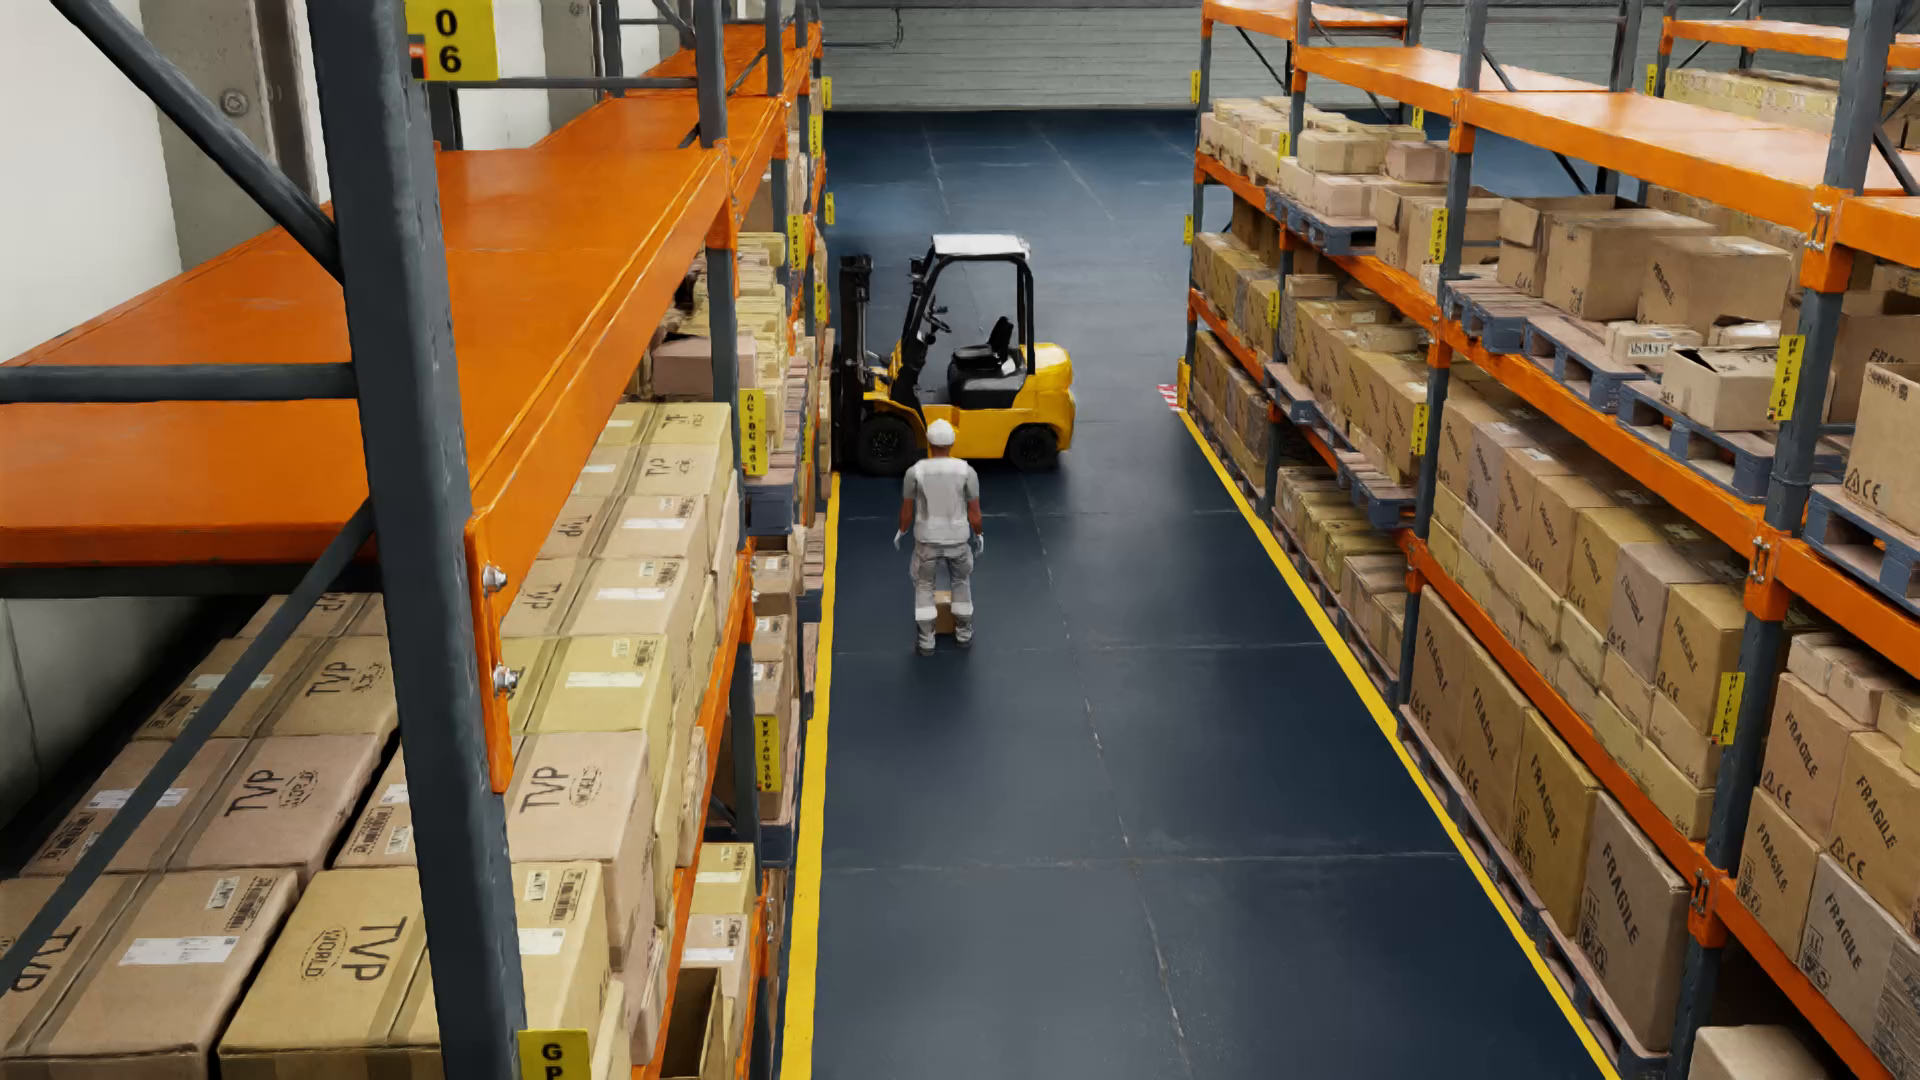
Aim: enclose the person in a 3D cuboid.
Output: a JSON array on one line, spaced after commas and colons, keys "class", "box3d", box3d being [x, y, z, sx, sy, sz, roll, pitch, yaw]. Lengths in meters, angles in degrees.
[{"class": "person", "box3d": [-0.153, -0.038, 12.047, 0.649, 1.773, 0.484, -1, 20, -2]}]
